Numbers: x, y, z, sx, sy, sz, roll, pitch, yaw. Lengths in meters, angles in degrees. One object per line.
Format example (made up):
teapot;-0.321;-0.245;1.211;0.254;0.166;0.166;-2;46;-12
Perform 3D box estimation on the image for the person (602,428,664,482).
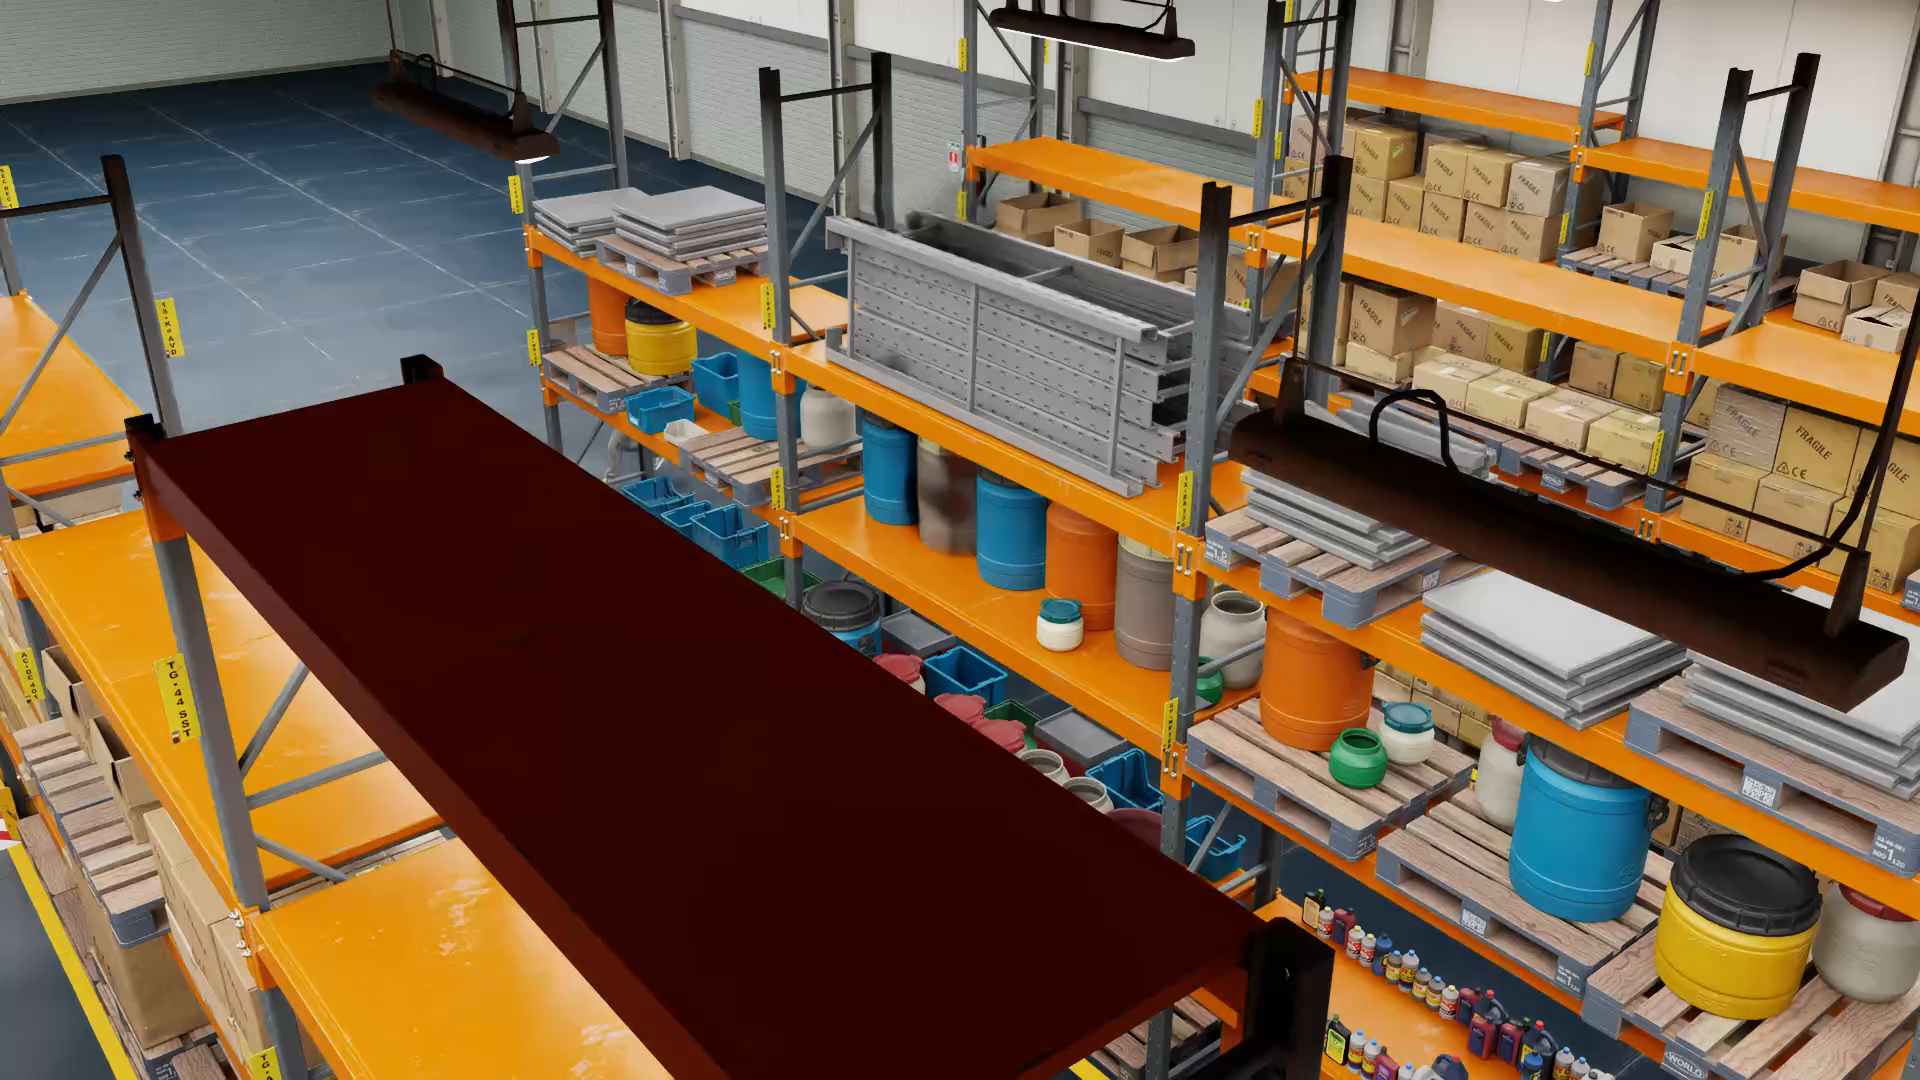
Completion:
person;-3.860;-1.368;19.290;0.878;1.589;0.565;-9;27;-18
